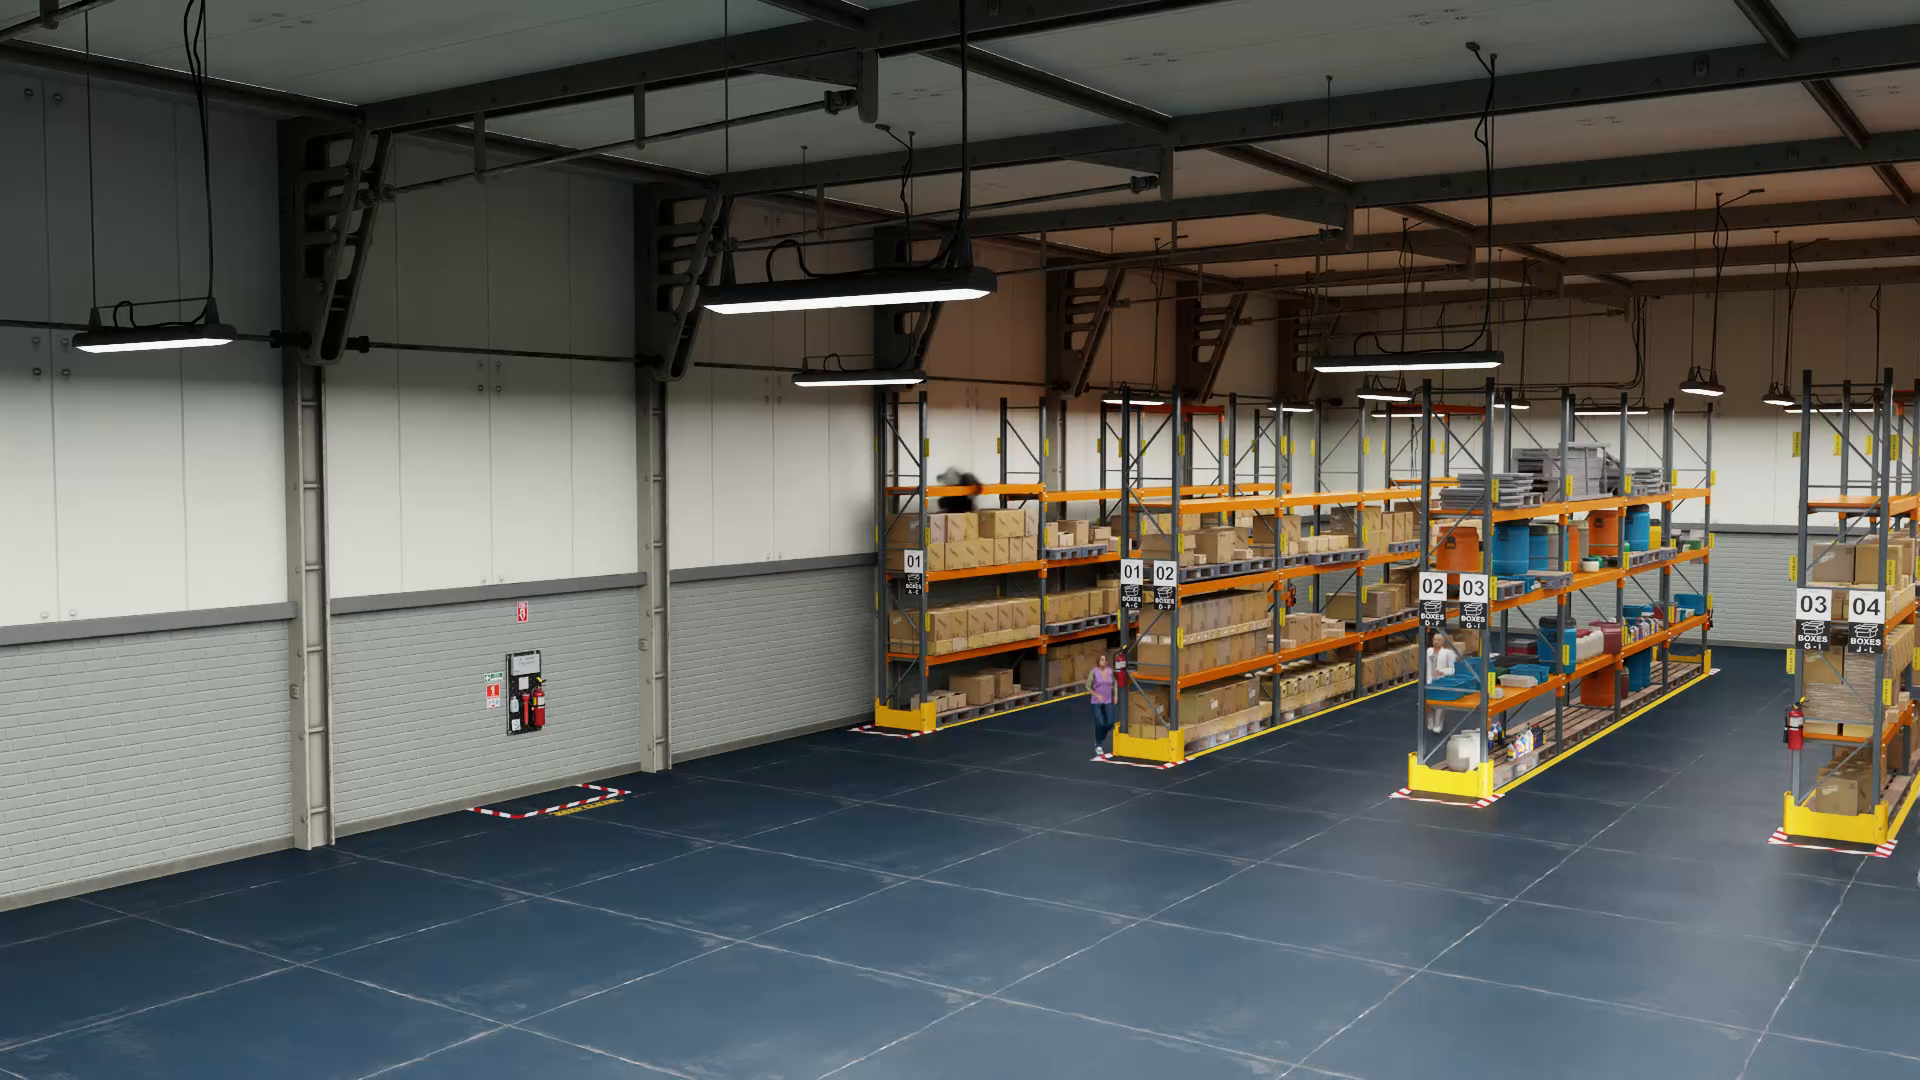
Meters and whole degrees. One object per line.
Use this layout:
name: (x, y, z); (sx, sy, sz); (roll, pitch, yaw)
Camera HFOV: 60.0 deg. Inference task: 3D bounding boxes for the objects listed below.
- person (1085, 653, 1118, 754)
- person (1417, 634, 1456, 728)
person: (2.208, 2.520, 25.637); (0.580, 1.565, 0.518); (-1, 3, -18)
person: (8.295, 2.481, 29.037); (0.704, 1.674, 0.645); (2, 4, 29)
